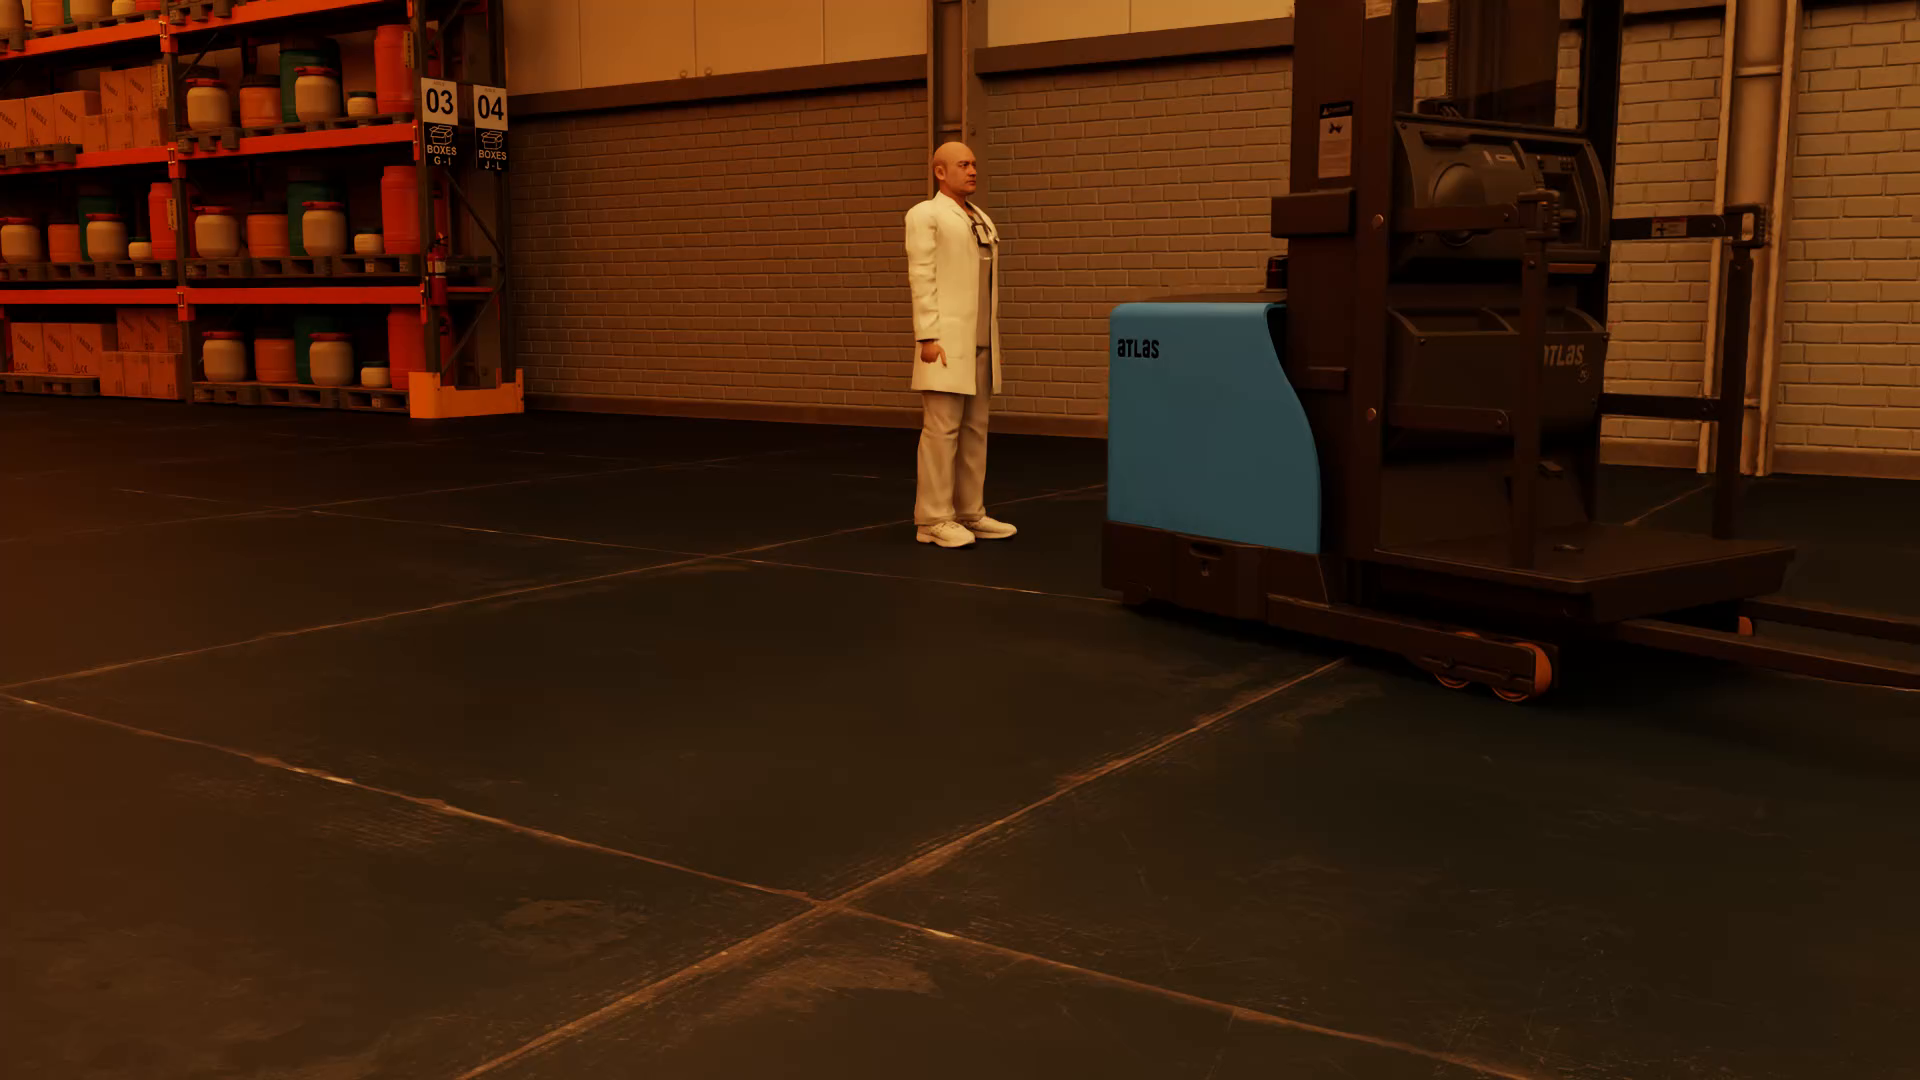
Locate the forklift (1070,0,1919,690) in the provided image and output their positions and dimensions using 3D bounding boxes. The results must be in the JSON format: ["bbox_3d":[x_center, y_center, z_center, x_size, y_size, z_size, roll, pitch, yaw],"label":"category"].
[{"bbox_3d":[1.665,-1.107,4.980,1.130,2.935,3.031,-6,10,-35],"label":"forklift"}]

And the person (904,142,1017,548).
[{"bbox_3d":[0.019,-0.881,7.471,0.388,1.781,0.550,5,10,34],"label":"person"}]
